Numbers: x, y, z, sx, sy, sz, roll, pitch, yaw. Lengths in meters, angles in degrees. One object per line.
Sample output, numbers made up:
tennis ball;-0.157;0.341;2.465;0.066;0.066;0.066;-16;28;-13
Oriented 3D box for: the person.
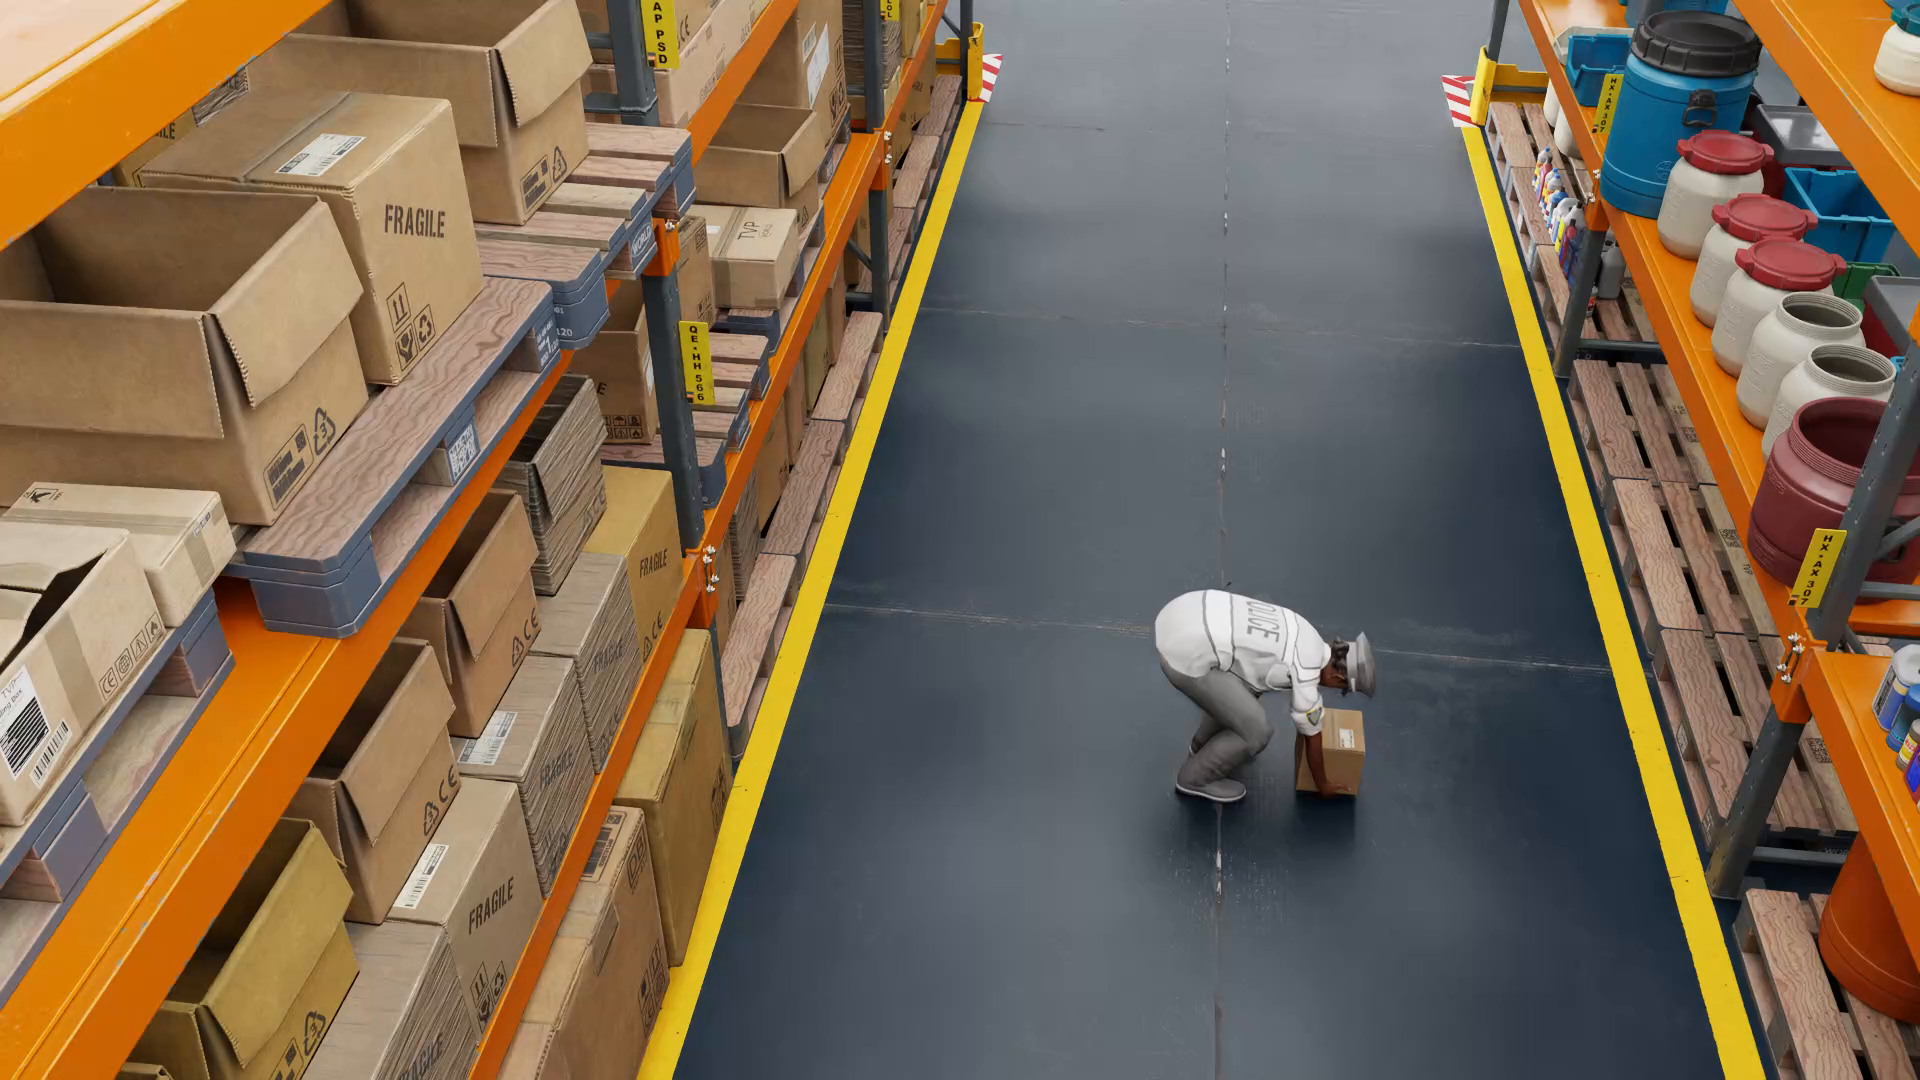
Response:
person;1.232;0.637;6.811;0.904;0.908;0.451;3;36;4
